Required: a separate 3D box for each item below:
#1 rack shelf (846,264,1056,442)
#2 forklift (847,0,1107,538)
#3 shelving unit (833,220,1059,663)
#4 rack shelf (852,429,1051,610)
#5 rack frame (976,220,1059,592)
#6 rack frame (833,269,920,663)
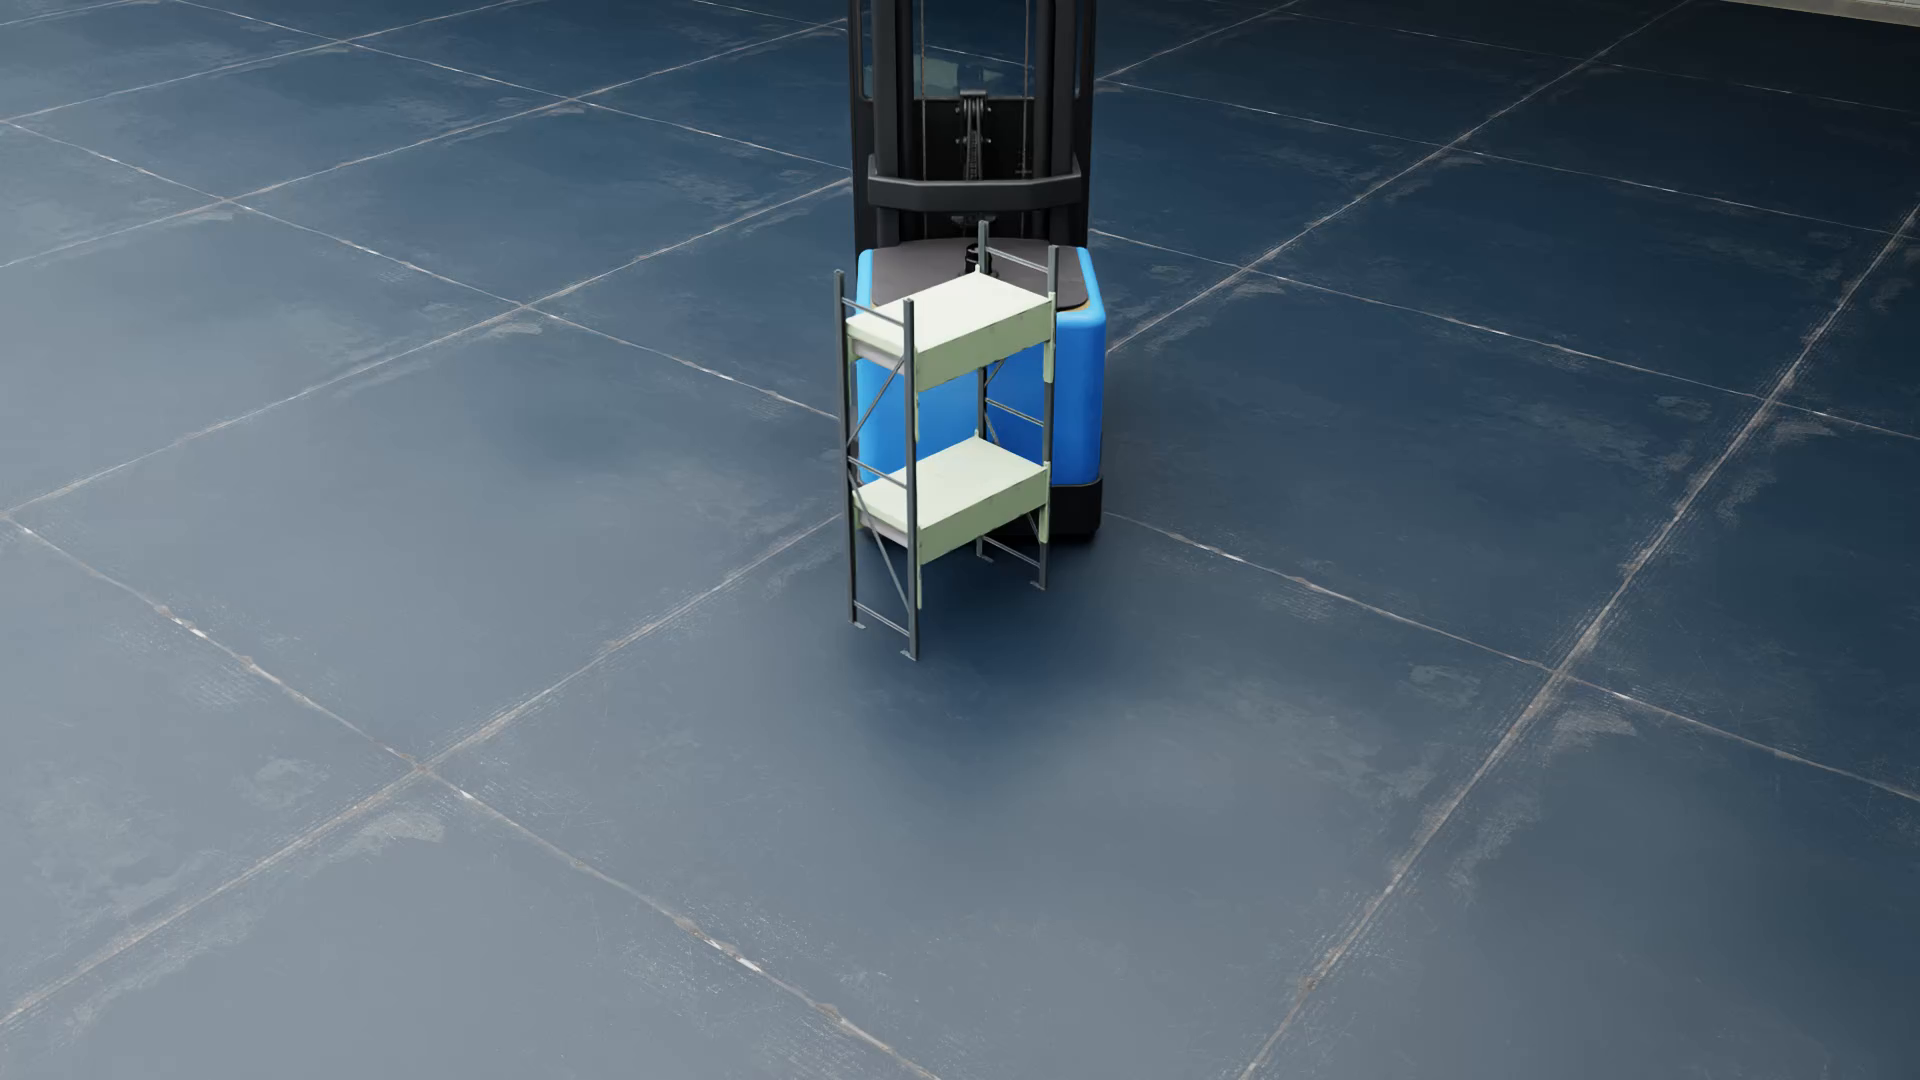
[{"bbox_3d":[-0.043,-0.712,6.214,0.720,0.370,0.431,-27,40,-37],"label":"rack shelf"},{"bbox_3d":[0.042,-1.986,7.727,1.130,2.935,3.031,-1,31,-2],"label":"forklift"},{"bbox_3d":[-0.043,-0.376,6.413,0.755,1.500,0.431,-27,40,-37],"label":"shelving unit"},{"bbox_3d":[-0.043,-0.096,6.580,0.720,0.370,0.431,-27,40,-37],"label":"rack shelf"},{"bbox_3d":[0.218,-0.507,6.634,0.023,1.500,0.400,-27,40,-37],"label":"rack frame"},{"bbox_3d":[-0.304,-0.245,6.193,0.023,1.500,0.400,-27,40,-37],"label":"rack frame"}]
